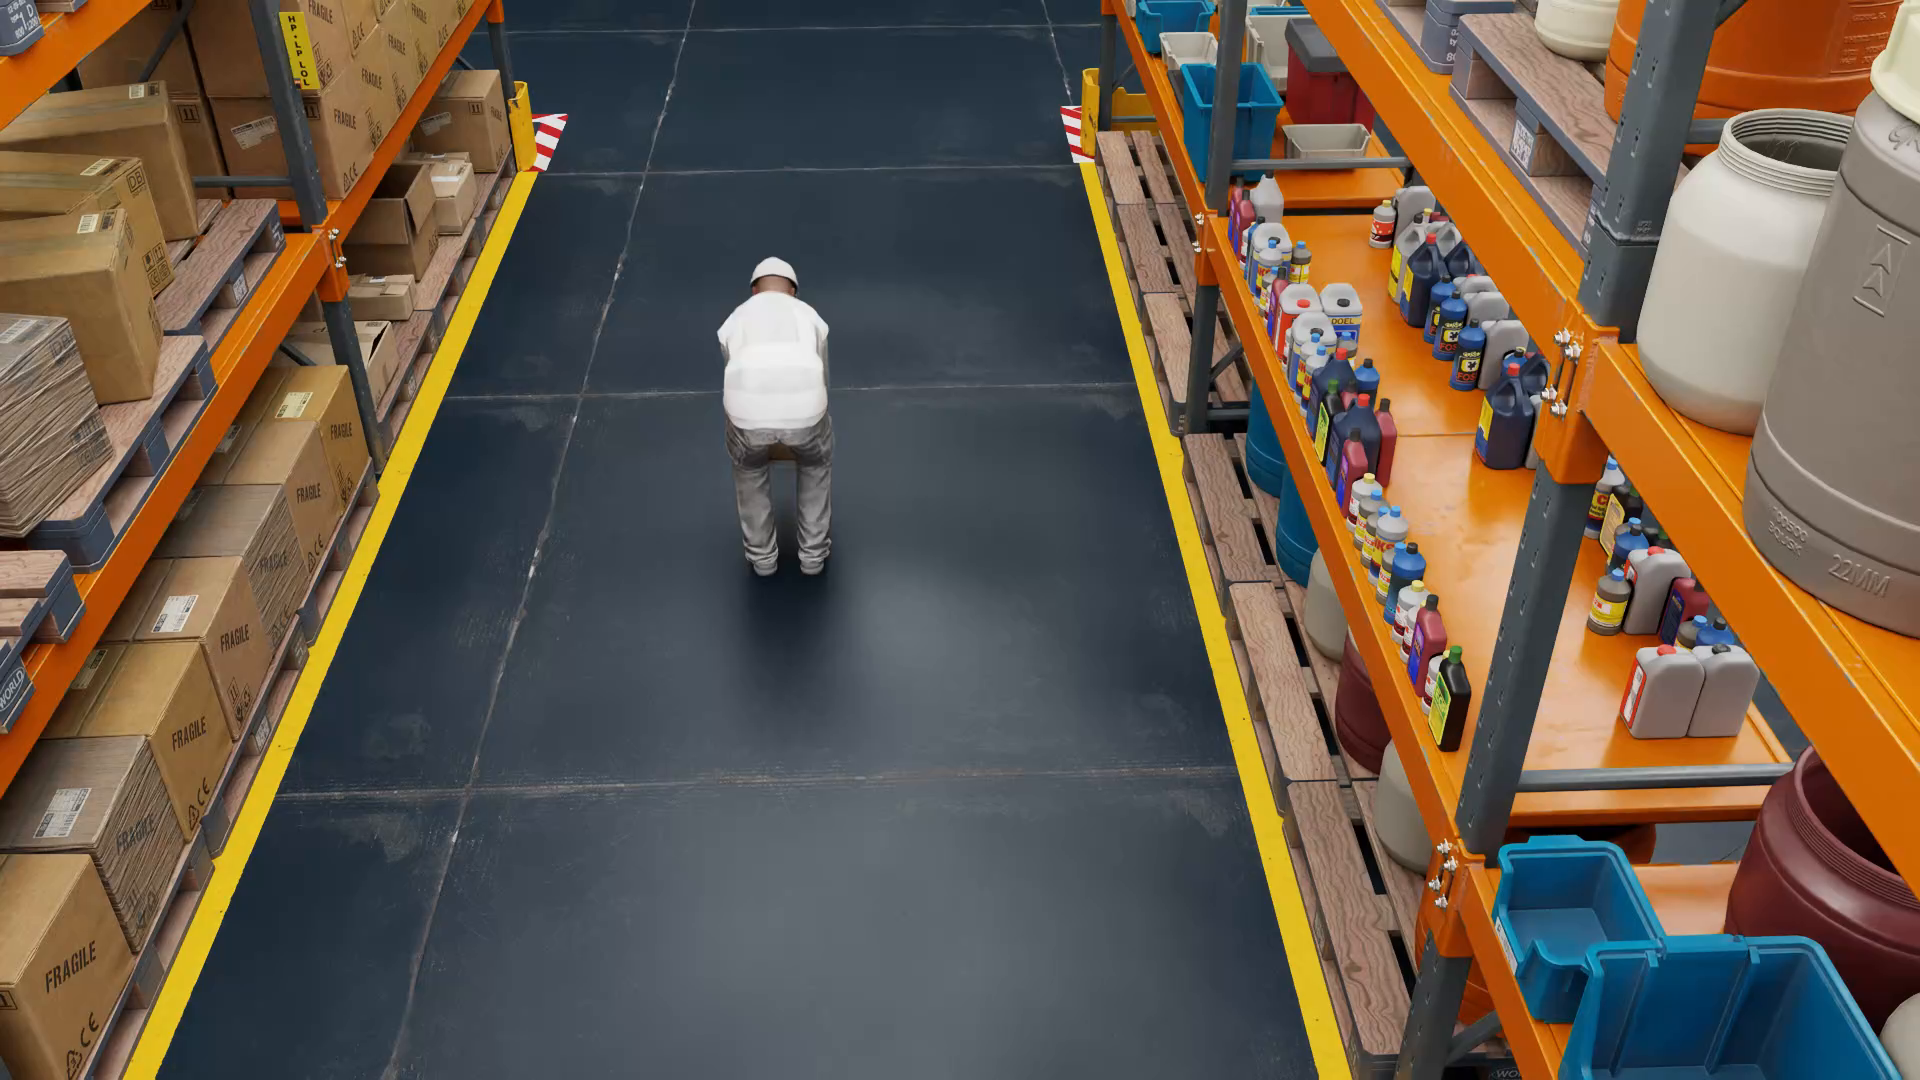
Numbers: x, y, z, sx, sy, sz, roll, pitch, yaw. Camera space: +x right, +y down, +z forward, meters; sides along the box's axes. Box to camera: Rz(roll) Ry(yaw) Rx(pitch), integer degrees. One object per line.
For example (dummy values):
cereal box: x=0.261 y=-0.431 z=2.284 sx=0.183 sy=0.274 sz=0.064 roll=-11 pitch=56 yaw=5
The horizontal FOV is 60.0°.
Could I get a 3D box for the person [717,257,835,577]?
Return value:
person: x=-0.799 y=-0.518 z=7.354 sx=0.482 sy=1.225 sz=0.969 roll=-3 pitch=35 yaw=-4
